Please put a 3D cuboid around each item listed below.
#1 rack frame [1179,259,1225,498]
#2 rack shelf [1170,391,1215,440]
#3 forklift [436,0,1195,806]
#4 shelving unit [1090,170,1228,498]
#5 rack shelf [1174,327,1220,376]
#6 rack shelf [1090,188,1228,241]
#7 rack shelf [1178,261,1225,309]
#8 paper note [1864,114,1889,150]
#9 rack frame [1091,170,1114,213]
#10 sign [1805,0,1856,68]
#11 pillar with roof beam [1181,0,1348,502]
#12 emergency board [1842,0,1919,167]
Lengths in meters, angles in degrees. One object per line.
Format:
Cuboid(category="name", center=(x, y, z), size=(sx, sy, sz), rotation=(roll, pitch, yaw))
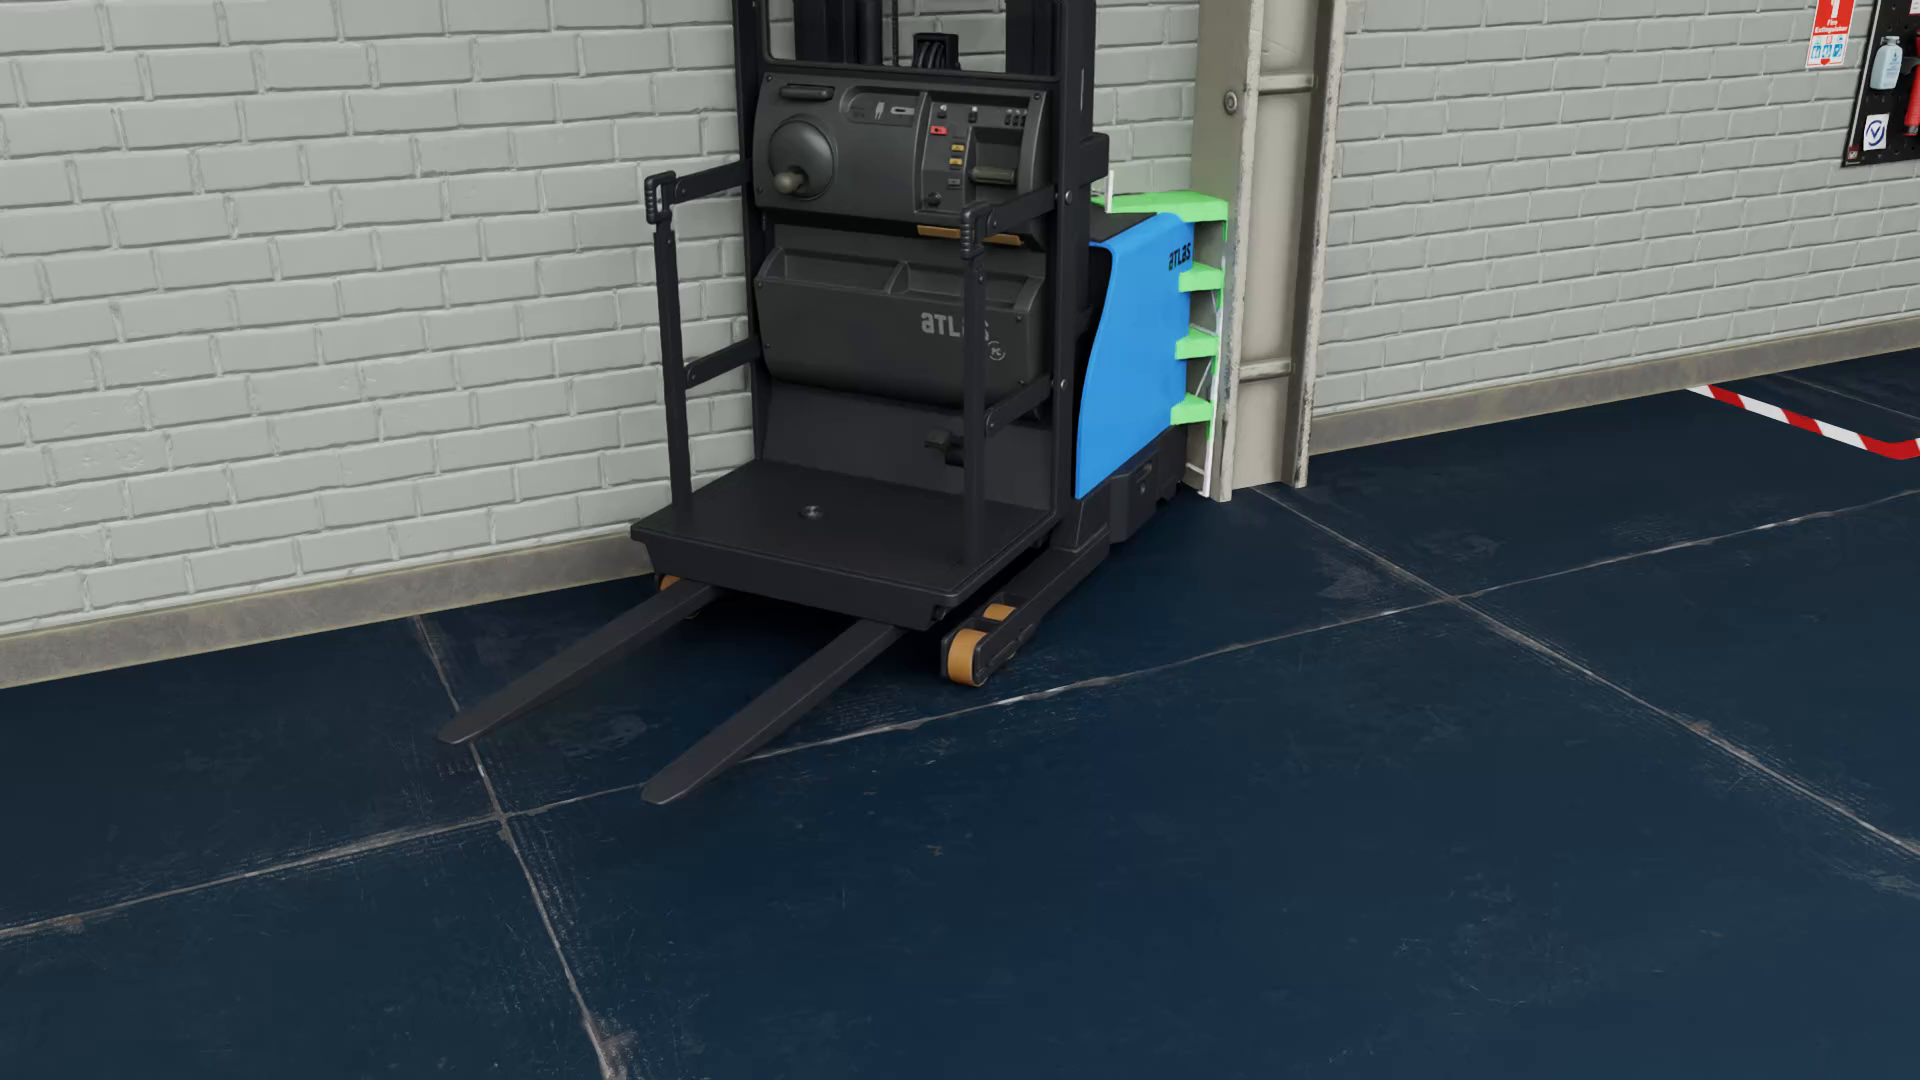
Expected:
Cuboid(category="rack frame", center=(0.870, -0.757, 5.988), size=(0.015, 1.200, 0.240), rotation=(-8, 23, -25))
Cuboid(category="rack shelf", center=(0.643, -0.440, 5.993), size=(0.480, 0.148, 0.258), rotation=(-8, 23, -25))
Cuboid(category="forklift", center=(-0.283, -1.128, 4.644), size=(1.130, 2.935, 3.031), rotation=(11, 25, 25))
Cuboid(category="shelving unit", center=(0.650, -0.724, 5.885), size=(0.503, 1.200, 0.258), rotation=(-8, 23, -25))
Cuboid(category="rack shelf", center=(0.649, -0.665, 5.908), size=(0.480, 0.148, 0.258), rotation=(-8, 23, -25))
Cuboid(category="rack shelf", center=(0.661, -1.113, 5.738), size=(0.480, 0.148, 0.258), rotation=(-8, 23, -25))
Cuboid(category="rack shelf", center=(0.655, -0.889, 5.823), size=(0.480, 0.148, 0.258), rotation=(-8, 23, -25))
Cuboid(category="paper note", center=(4.033, -1.795, 7.316), size=(0.142, 0.148, 0.016), rotation=(-10, 25, -24))
Cuboid(category="rack frame", center=(0.431, -0.692, 5.783), size=(0.015, 1.200, 0.240), rotation=(-8, 23, -25))
Cuboid(category="sign", center=(3.680, -2.168, 7.018), size=(0.234, 0.329, 0.001), rotation=(-10, 25, -24))
Cuboid(category="pillar with roof beam", center=(2.926, -2.897, 0.984), size=(0.400, 9.000, 9.100), rotation=(-10, 25, -24))
Cuboid(category="emergency board", center=(4.222, -2.207, 7.161), size=(0.643, 1.169, 0.194), rotation=(-10, 25, -24))
